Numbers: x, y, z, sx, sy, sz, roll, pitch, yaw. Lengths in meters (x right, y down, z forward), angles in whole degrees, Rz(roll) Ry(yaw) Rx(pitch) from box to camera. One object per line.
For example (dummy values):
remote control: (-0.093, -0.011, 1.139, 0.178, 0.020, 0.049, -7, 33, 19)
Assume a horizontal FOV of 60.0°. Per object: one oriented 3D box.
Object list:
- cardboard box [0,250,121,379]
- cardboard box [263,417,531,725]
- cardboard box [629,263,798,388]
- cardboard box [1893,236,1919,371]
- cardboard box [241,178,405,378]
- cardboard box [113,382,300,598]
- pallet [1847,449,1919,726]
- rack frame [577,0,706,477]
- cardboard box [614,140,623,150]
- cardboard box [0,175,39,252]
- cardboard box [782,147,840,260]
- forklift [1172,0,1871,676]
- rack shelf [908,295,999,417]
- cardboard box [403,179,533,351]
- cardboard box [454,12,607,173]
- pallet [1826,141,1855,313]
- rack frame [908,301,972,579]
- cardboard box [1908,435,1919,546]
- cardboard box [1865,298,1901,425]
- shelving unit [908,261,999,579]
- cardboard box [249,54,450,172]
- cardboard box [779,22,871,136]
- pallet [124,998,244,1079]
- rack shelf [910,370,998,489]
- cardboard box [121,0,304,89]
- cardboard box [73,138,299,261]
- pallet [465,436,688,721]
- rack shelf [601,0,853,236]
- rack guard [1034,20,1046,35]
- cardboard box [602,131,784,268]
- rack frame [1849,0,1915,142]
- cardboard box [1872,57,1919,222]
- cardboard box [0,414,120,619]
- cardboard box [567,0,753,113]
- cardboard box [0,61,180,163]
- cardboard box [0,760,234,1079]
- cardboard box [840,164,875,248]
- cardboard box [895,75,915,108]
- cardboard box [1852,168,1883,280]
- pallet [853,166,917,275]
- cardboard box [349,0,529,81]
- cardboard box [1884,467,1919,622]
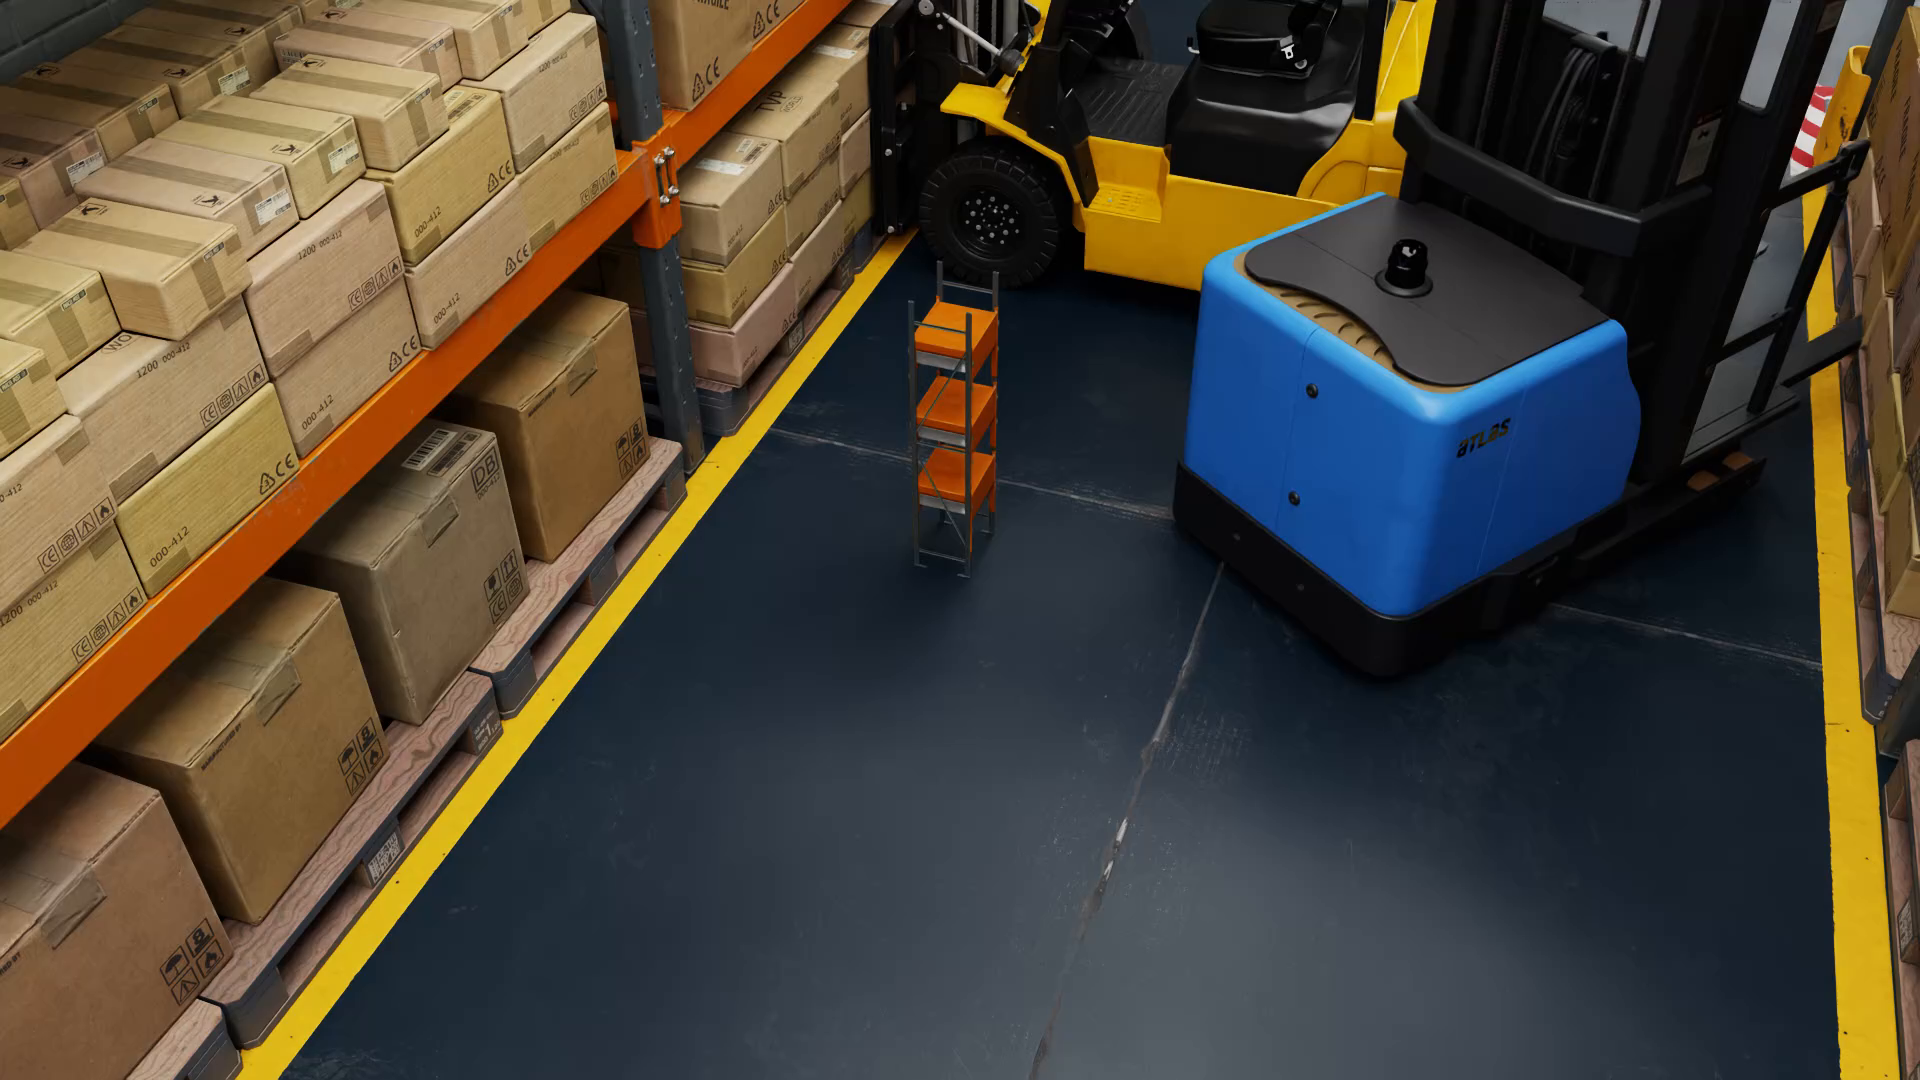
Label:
cardboard box: (-1.975, -0.461, 3.402, 0.380, 0.149, 0.250, 13, 42, 15)
cardboard box: (-1.863, 0.019, 4.923, 0.875, 0.625, 0.625, 13, 42, 15)
cardboard box: (-0.946, -0.852, 6.233, 0.500, 0.250, 0.500, 14, 42, 16)
cardboard box: (3.539, -0.859, 5.663, 0.500, 0.500, 0.500, 15, 43, 17)
cardboard box: (-1.700, -0.668, 3.952, 0.500, 0.250, 0.500, 14, 42, 16)
cardboard box: (-1.884, -0.174, 3.759, 0.500, 0.250, 0.500, 15, 43, 16)
pallet: (3.440, 0.226, 5.323, 1.003, 0.211, 1.213, 13, 42, 15)
rack frame: (-1.423, -1.517, 5.217, 1.000, 3.000, 0.127, 13, 42, 15)
cardboard box: (-1.436, -1.354, 6.051, 0.500, 0.250, 0.500, 14, 42, 16)
cardboard box: (-2.310, -0.716, 3.701, 0.380, 0.149, 0.250, 14, 42, 15)
cardboard box: (-0.797, -1.355, 6.437, 0.500, 0.250, 0.500, 13, 42, 15)
forklift: (2.235, -1.451, 5.193, 3.031, 2.935, 1.130, -24, 46, -26)
rack shelf: (-0.018, -0.575, 5.194, 0.215, 0.259, 0.240, 13, 42, 15)
cardboard box: (-1.516, -0.787, 4.477, 0.500, 0.250, 0.500, 13, 42, 15)
cardboard box: (-1.350, -1.294, 4.686, 0.500, 0.250, 0.500, 12, 42, 14)
pallet: (4.274, -1.263, 7.067, 1.003, 0.211, 1.213, 13, 42, 15)
rack frame: (-0.060, -0.292, 5.284, 0.200, 1.050, 0.008, 13, 42, 15)
cardboard box: (3.193, -0.237, 4.934, 0.500, 0.500, 0.500, 13, 42, 14)
cardboard box: (3.544, -0.588, 5.923, 0.500, 0.250, 0.500, 14, 42, 16)
shelving unit: (-0.018, -0.367, 5.371, 0.215, 1.050, 0.252, 13, 42, 15)
cardboard box: (-1.500, -1.055, 4.099, 0.380, 0.149, 0.250, 12, 42, 14)
cardboard box: (-0.619, -1.852, 6.635, 0.500, 0.250, 0.500, 15, 43, 17)
pallet: (-2.472, 1.490, 3.841, 1.003, 0.211, 1.213, 13, 42, 15)
rack shelf: (-0.018, -0.359, 5.378, 0.215, 0.259, 0.240, 13, 42, 15)
cardboard box: (-1.972, -1.331, 4.422, 0.380, 0.149, 0.250, 13, 42, 15)
cardboard box: (-1.740, -0.758, 3.751, 0.380, 0.149, 0.250, 14, 42, 15)
pallet: (-1.638, 0.002, 5.585, 1.003, 0.211, 1.213, 13, 42, 15)
rack shelf: (-0.739, -2.463, 6.880, 1.077, 0.370, 4.000, 13, 42, 15)
rack guard: (-0.047, -3.021, 8.905, 1.175, 0.500, 0.348, 13, 42, 15)
cardboard box: (-0.962, -1.237, 5.913, 0.500, 0.250, 0.500, 13, 42, 14)
rack frame: (4.611, -2.857, 6.788, 1.000, 3.000, 0.127, 13, 42, 15)
cardboard box: (3.893, -1.491, 6.404, 0.500, 0.500, 0.500, 12, 42, 13)
cardboard box: (-2.041, -0.047, 3.225, 0.500, 0.250, 0.500, 12, 42, 14)
cardboard box: (-1.026, -1.768, 5.434, 0.500, 0.500, 0.500, 12, 42, 14)
cardboard box: (-2.148, -1.024, 4.063, 0.380, 0.149, 0.250, 13, 42, 15)
cardboard box: (-2.348, 0.888, 3.904, 0.875, 0.625, 0.625, 15, 43, 16)
cardboard box: (-0.626, -1.482, 6.971, 0.500, 0.250, 0.500, 14, 42, 16)
cardboard box: (-0.440, -1.967, 7.154, 0.500, 0.250, 0.500, 13, 42, 15)
cardboard box: (3.894, -1.231, 6.677, 0.500, 0.250, 0.500, 15, 43, 17)
pallet: (-0.696, -1.679, 7.555, 1.003, 0.211, 1.213, 13, 42, 15)
cardboard box: (-1.402, -1.383, 4.483, 0.380, 0.149, 0.250, 13, 42, 14)
cardboard box: (3.193, 0.048, 5.177, 0.500, 0.250, 0.500, 15, 43, 17)
